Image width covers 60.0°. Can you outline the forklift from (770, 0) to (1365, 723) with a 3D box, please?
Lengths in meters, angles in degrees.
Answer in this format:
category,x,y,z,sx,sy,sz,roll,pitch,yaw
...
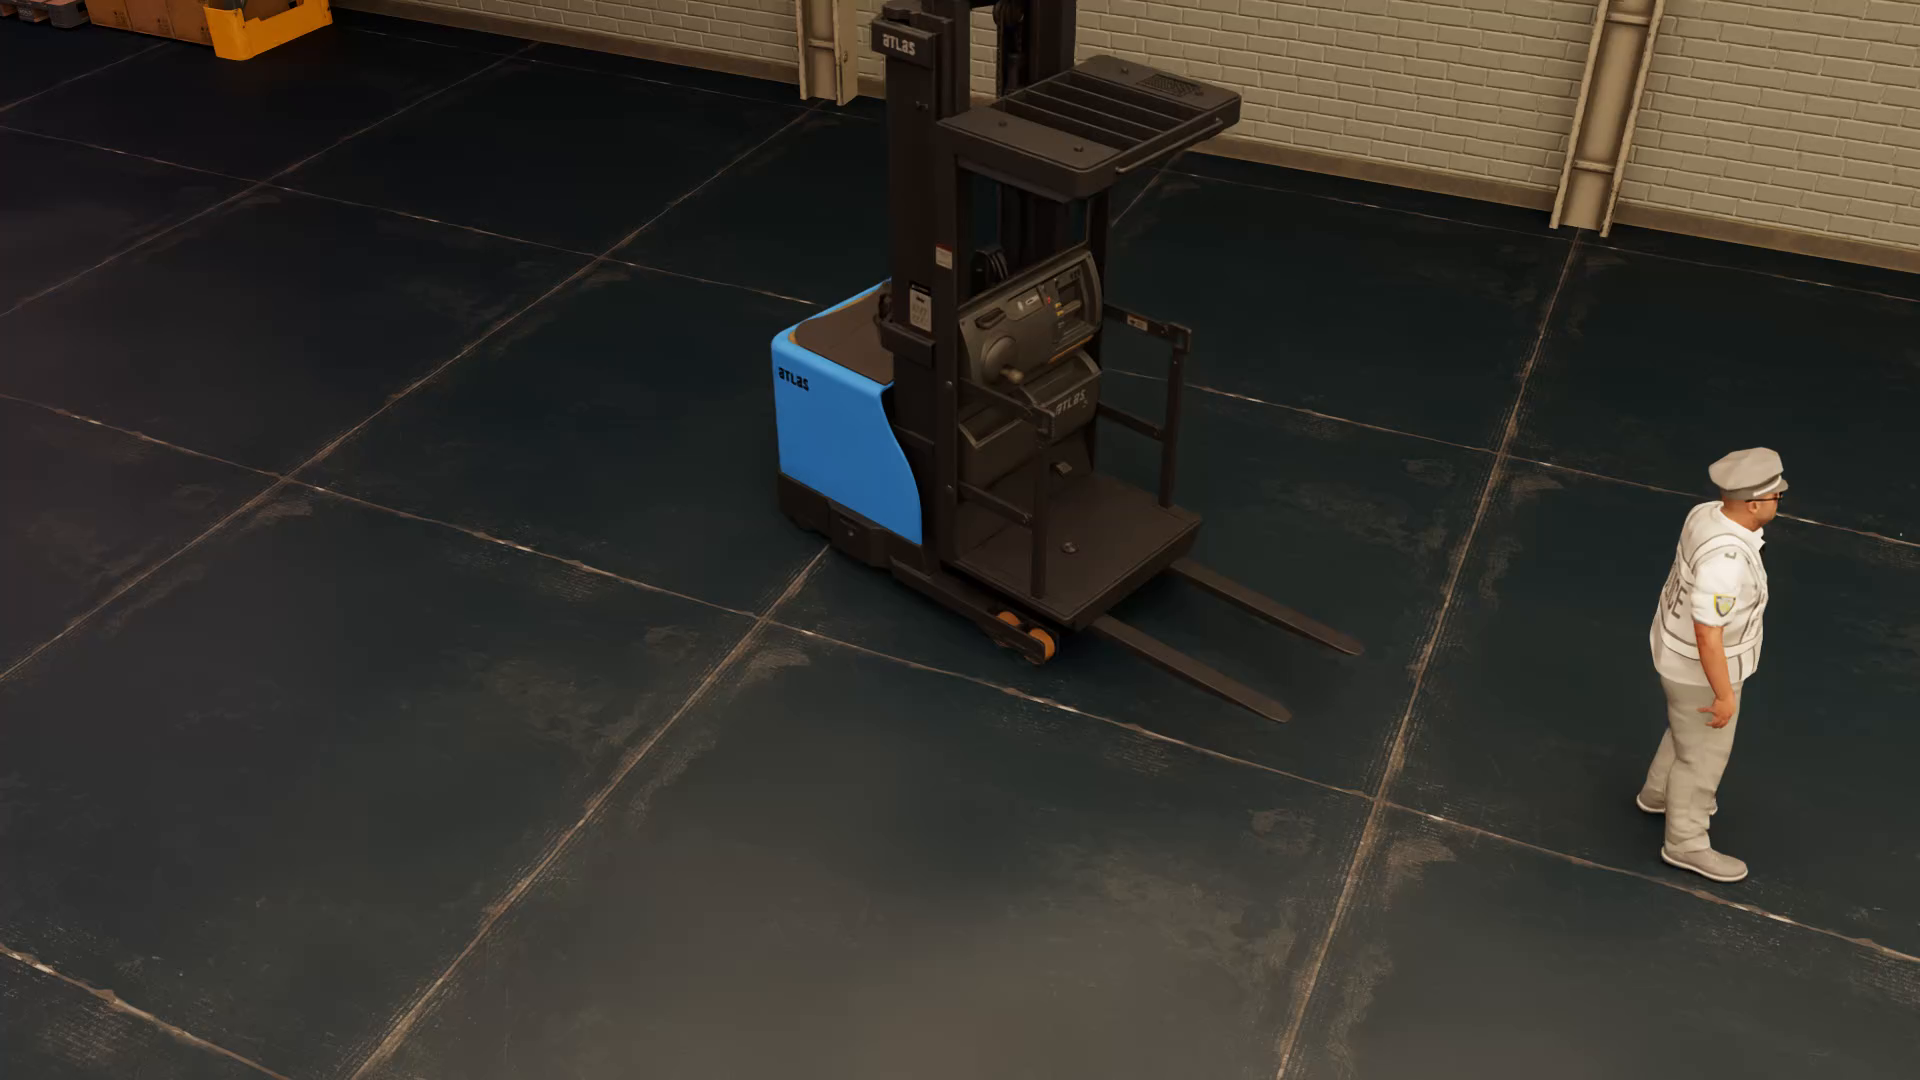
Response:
category,x,y,z,sx,sy,sz,roll,pitch,yaw
forklift,0.485,-0.958,7.429,3.031,2.935,1.130,27,44,33

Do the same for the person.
category,x,y,z,sx,sy,sz,roll,pitch,yaw
person,2.956,0.456,6.431,0.551,1.783,0.628,8,36,11
